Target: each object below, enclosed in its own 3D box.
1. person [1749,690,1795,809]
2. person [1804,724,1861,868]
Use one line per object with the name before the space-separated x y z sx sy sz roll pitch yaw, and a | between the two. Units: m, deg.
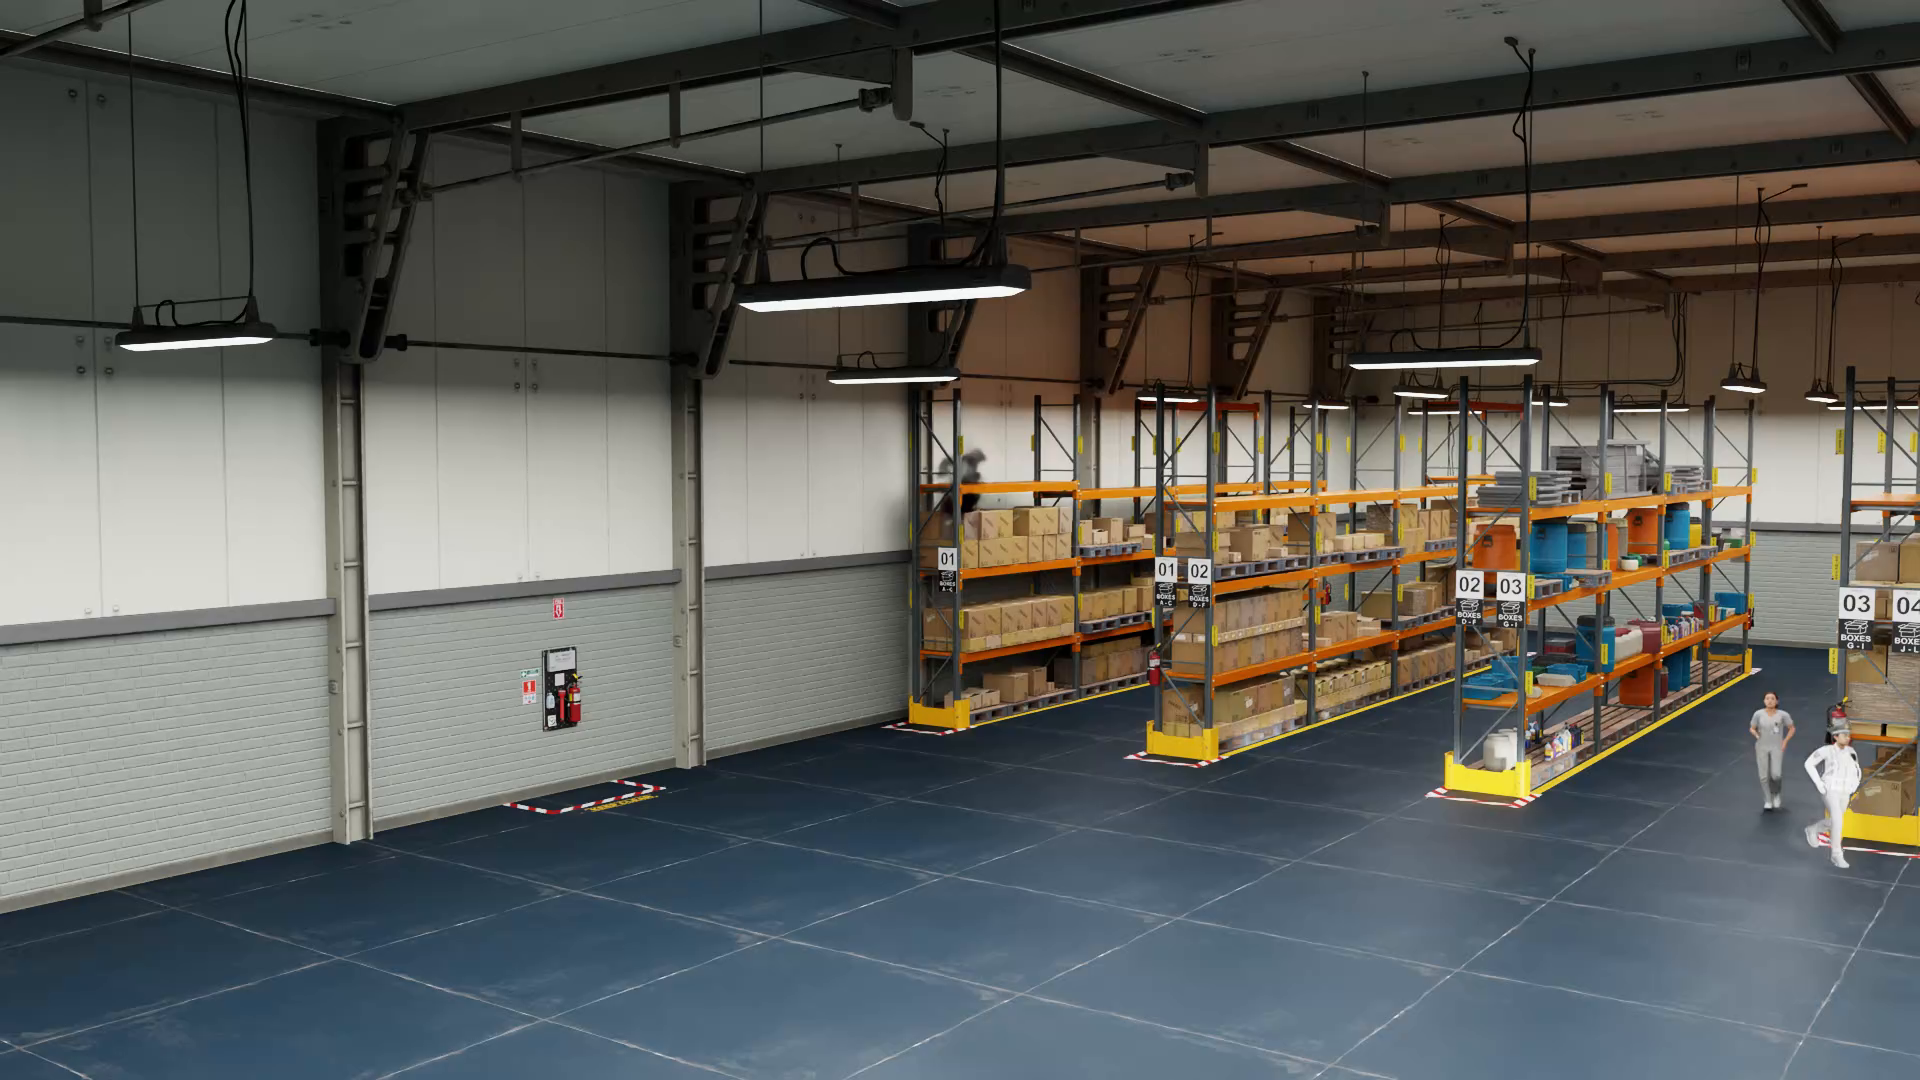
person | 11.071 2.879 22.724 0.554 1.627 0.548 2 4 33
person | 10.554 3.050 20.085 0.656 1.707 0.837 -1 3 -11
